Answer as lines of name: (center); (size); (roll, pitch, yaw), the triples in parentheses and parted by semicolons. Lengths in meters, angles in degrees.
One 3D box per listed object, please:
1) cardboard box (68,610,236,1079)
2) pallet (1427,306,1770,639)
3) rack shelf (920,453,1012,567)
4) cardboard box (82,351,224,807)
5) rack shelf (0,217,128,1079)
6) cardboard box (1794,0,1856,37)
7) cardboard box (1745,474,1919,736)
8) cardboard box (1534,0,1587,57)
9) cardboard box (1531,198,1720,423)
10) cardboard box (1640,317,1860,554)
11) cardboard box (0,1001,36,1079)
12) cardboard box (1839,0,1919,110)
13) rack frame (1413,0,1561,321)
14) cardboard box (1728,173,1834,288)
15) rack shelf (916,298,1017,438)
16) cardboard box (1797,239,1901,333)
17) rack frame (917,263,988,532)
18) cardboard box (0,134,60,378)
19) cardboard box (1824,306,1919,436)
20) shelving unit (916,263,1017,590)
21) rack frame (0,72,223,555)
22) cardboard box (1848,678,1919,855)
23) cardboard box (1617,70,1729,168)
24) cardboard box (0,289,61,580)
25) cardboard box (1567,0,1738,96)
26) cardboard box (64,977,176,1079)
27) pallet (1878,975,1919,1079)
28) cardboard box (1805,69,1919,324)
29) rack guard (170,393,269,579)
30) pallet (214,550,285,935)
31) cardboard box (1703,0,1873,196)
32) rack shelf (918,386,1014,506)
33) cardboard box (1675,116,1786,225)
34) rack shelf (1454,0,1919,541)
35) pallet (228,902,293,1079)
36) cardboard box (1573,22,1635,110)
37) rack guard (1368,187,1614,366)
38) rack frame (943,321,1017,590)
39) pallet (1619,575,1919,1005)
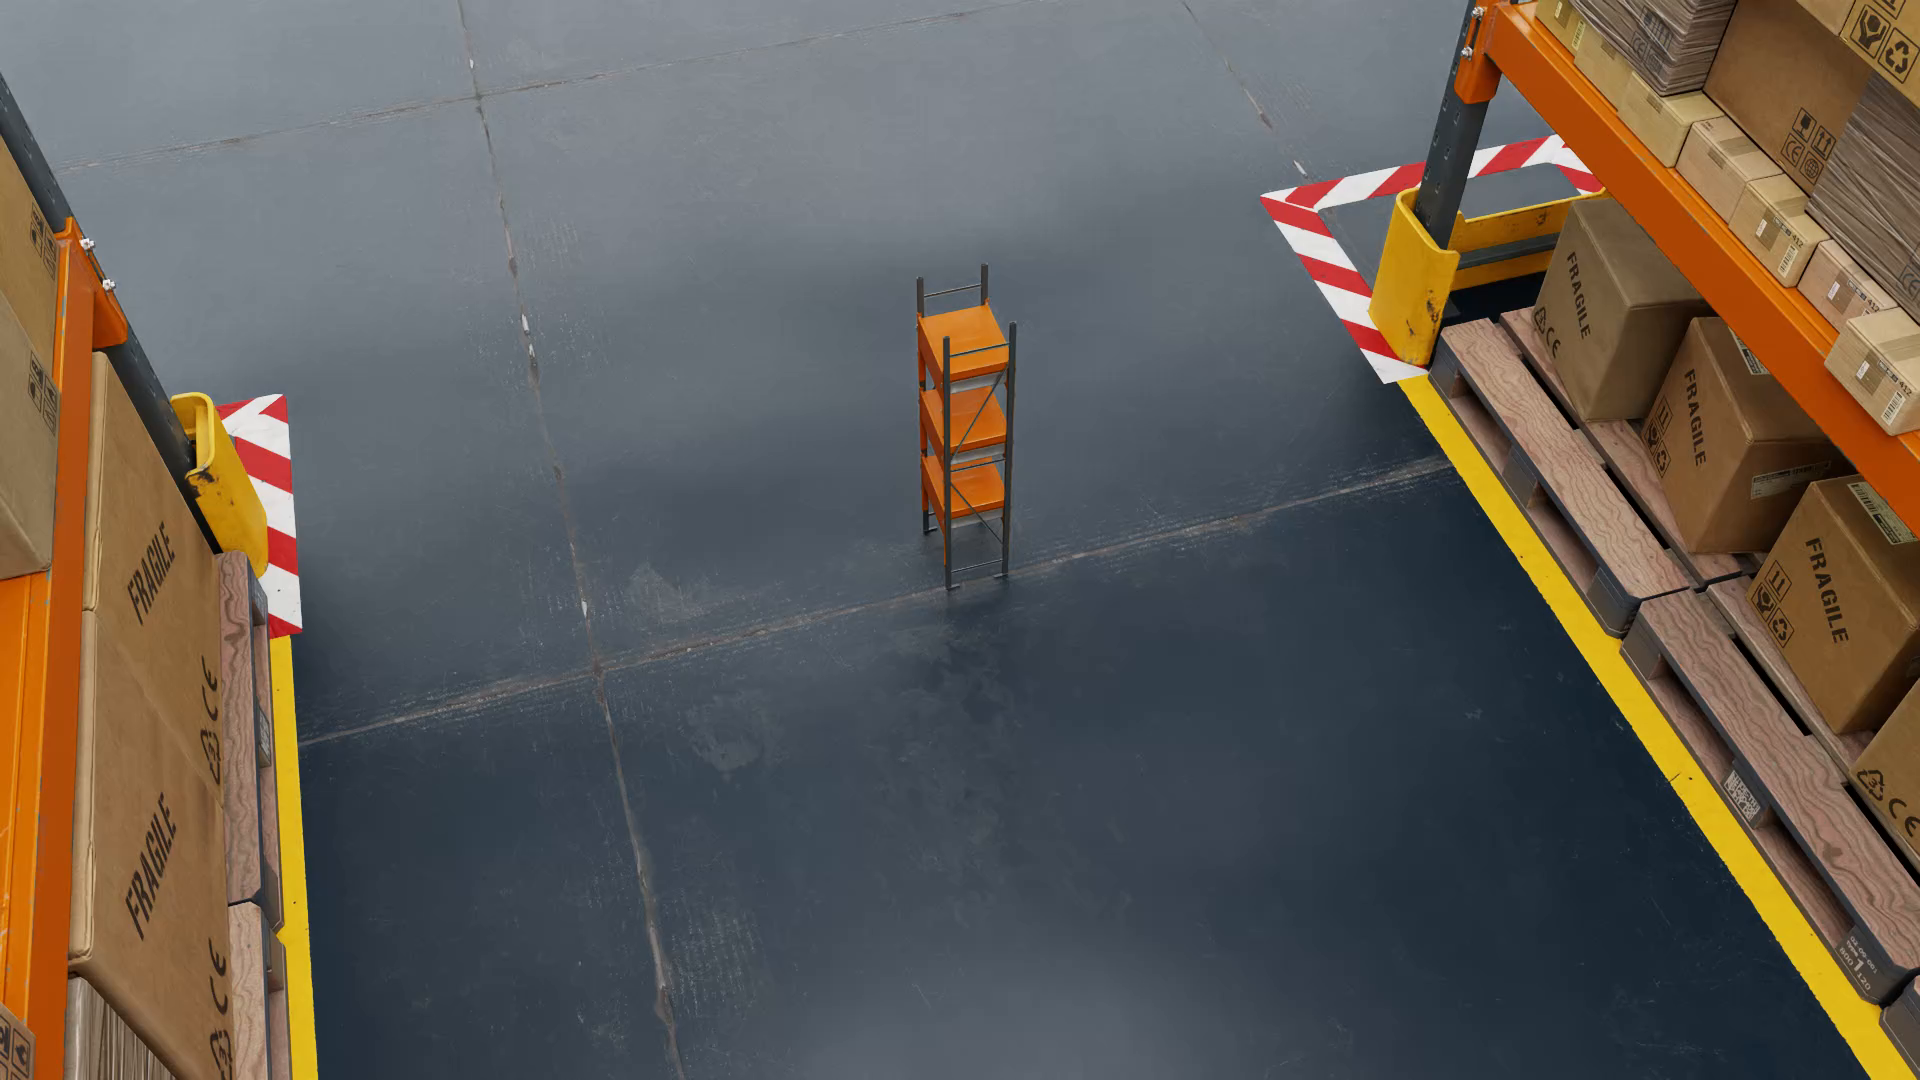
cardboard box: (-2.215, 0.849, 3.687); (0.875, 0.875, 0.875); (-14, 51, -12)
pallet: (2.256, -0.315, 5.377); (1.003, 0.211, 1.213); (-13, 51, -11)
rack shelf: (0.016, -0.113, 5.036); (0.215, 0.259, 0.240); (-13, 51, -11)
cardboard box: (-2.477, 0.207, 4.229); (0.875, 0.875, 0.875); (-13, 51, -11)
rack shelf: (-2.150, 0.870, 3.025); (1.077, 0.370, 4.000); (-13, 51, -11)
cardboard box: (2.071, -1.491, 3.631); (0.500, 0.500, 0.500); (-13, 51, -11)
cardboard box: (2.572, 0.150, 4.522); (0.500, 0.500, 0.500); (-9, 50, -8)
cardboard box: (1.884, -1.527, 4.740); (0.380, 0.149, 0.250); (-13, 51, -11)
cardboard box: (2.196, -0.740, 5.272); (0.500, 0.500, 0.500); (-5, 50, -4)
cardboard box: (2.405, -0.311, 4.911); (0.500, 0.500, 0.500); (-2, 50, -1)
cardboard box: (-1.910, 0.966, 2.376); (0.875, 0.550, 0.550); (-13, 51, -11)
cardboard box: (2.220, -1.126, 3.323); (0.500, 0.500, 0.500); (-13, 51, -11)
rack frame: (2.027, -1.870, 4.865); (1.000, 3.000, 0.127); (-13, 51, -11)
cardboard box: (2.160, -0.792, 4.120); (0.380, 0.149, 0.250); (-13, 51, -11)
rack shelf: (0.016, -0.475, 4.607); (0.215, 0.259, 0.240); (-13, 51, -11)
cardboard box: (2.260, -0.616, 3.972); (0.380, 0.149, 0.250); (-13, 51, -11)
rack frame: (-0.020, -0.388, 4.891); (0.200, 1.050, 0.008); (-13, 51, -11)
cardboard box: (-2.588, -0.610, 3.705); (0.875, 0.550, 0.550); (-13, 51, -11)
cardboard box: (2.235, -0.410, 3.798); (0.380, 0.149, 0.250); (-13, 51, -11)
shelving unit: (0.016, -0.299, 4.816); (0.215, 1.050, 0.252); (-13, 51, -11)
rack frame: (-2.741, -0.823, 3.982); (1.000, 3.000, 0.127); (-13, 51, -11)
cardboard box: (2.695, 0.568, 4.170); (0.500, 0.500, 0.500); (-17, 52, -14)
cardboard box: (1.999, -1.154, 4.426); (0.380, 0.149, 0.250); (-13, 51, -11)
cardboard box: (-2.404, -0.214, 3.370); (0.875, 0.550, 0.550); (-13, 51, -11)
cardboard box: (2.163, -1.591, 4.369); (0.875, 0.500, 0.500); (-13, 51, -11)
cardboard box: (-1.947, 1.515, 3.126); (0.875, 0.875, 0.875); (-13, 51, -11)
pallet: (2.978, 1.467, 3.875); (1.003, 0.211, 1.213); (-13, 51, -11)
cardboard box: (2.533, -0.878, 3.768); (0.875, 0.500, 0.500); (-13, 51, -11)
rack guard: (-2.748, -0.035, 4.952); (1.175, 0.500, 0.348); (-13, 51, -11)
pallet: (-2.430, 0.642, 4.571); (1.003, 0.211, 1.213); (-13, 51, -11)
cardboard box: (2.426, -1.253, 4.084); (0.875, 0.500, 0.500); (-13, 51, -11)
rack shelf: (0.016, -0.292, 4.824); (0.215, 0.259, 0.240); (-13, 51, -11)
cardboard box: (2.093, -0.977, 4.276); (0.380, 0.149, 0.250); (-13, 51, -11)
rack shelf: (2.619, -0.178, 3.909); (1.077, 0.370, 4.000); (-13, 51, -11)
pallet: (-2.073, 1.532, 3.821); (1.003, 0.211, 1.213); (-13, 51, -11)
cardboard box: (1.939, -1.340, 4.582); (0.380, 0.149, 0.250); (-13, 51, -11)
rack guard: (2.050, -1.009, 5.774); (1.175, 0.500, 0.348); (-13, 51, -11)
rack frame: (0.052, -0.210, 4.741); (0.200, 1.050, 0.008); (-13, 51, -11)
pallet: (2.613, 0.575, 4.627); (1.003, 0.211, 1.213); (-13, 51, -11)
